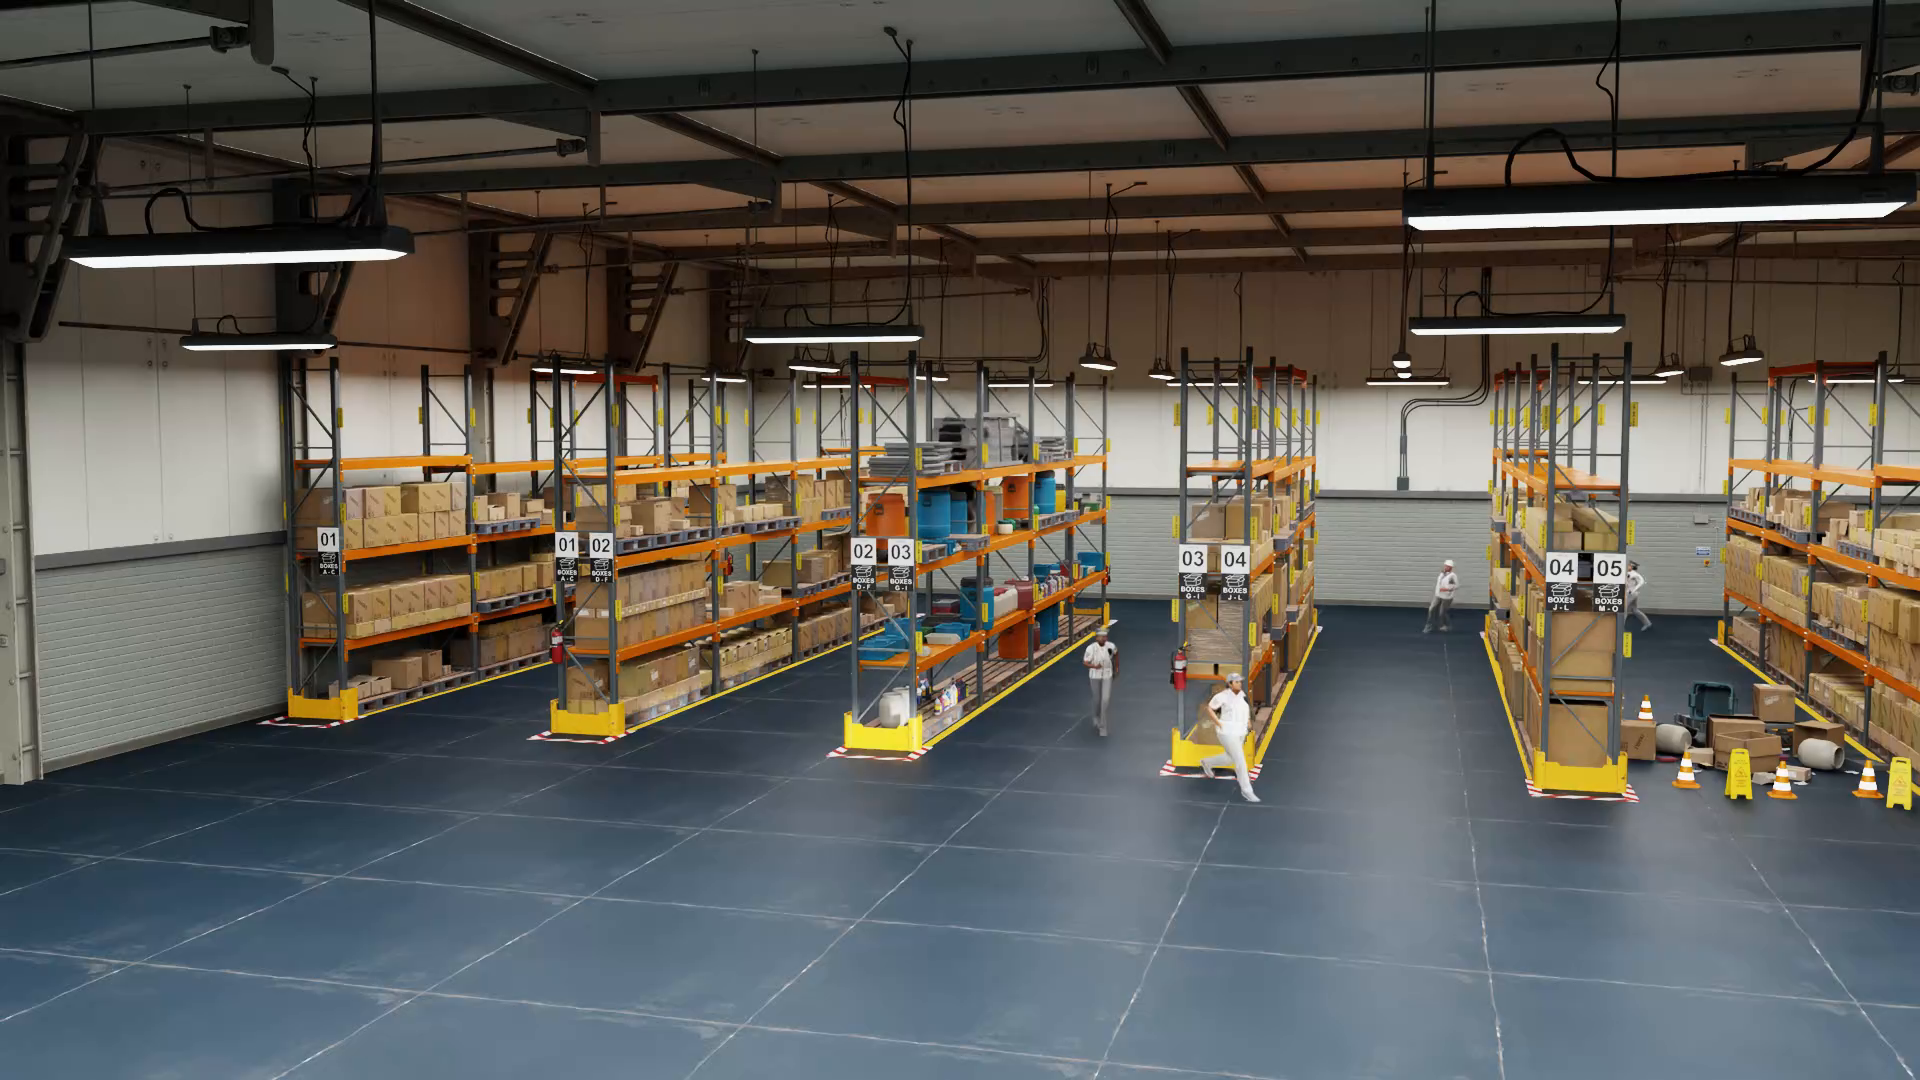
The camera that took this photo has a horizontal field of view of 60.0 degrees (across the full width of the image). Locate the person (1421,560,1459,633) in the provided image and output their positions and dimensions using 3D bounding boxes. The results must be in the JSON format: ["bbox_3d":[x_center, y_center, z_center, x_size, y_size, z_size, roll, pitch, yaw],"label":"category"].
[{"bbox_3d":[11.247,1.330,38.593,0.787,1.767,0.773,-2,5,-30],"label":"person"}]

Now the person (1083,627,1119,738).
[{"bbox_3d":[2.243,2.225,26.468,0.600,1.729,0.926,0,4,-3],"label":"person"}]

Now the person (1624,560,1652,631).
[{"bbox_3d":[15.547,1.297,38.507,0.934,1.699,0.616,1,4,19],"label":"person"}]

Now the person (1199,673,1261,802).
[{"bbox_3d":[3.593,2.586,22.048,1.050,1.685,0.578,4,6,44],"label":"person"}]
